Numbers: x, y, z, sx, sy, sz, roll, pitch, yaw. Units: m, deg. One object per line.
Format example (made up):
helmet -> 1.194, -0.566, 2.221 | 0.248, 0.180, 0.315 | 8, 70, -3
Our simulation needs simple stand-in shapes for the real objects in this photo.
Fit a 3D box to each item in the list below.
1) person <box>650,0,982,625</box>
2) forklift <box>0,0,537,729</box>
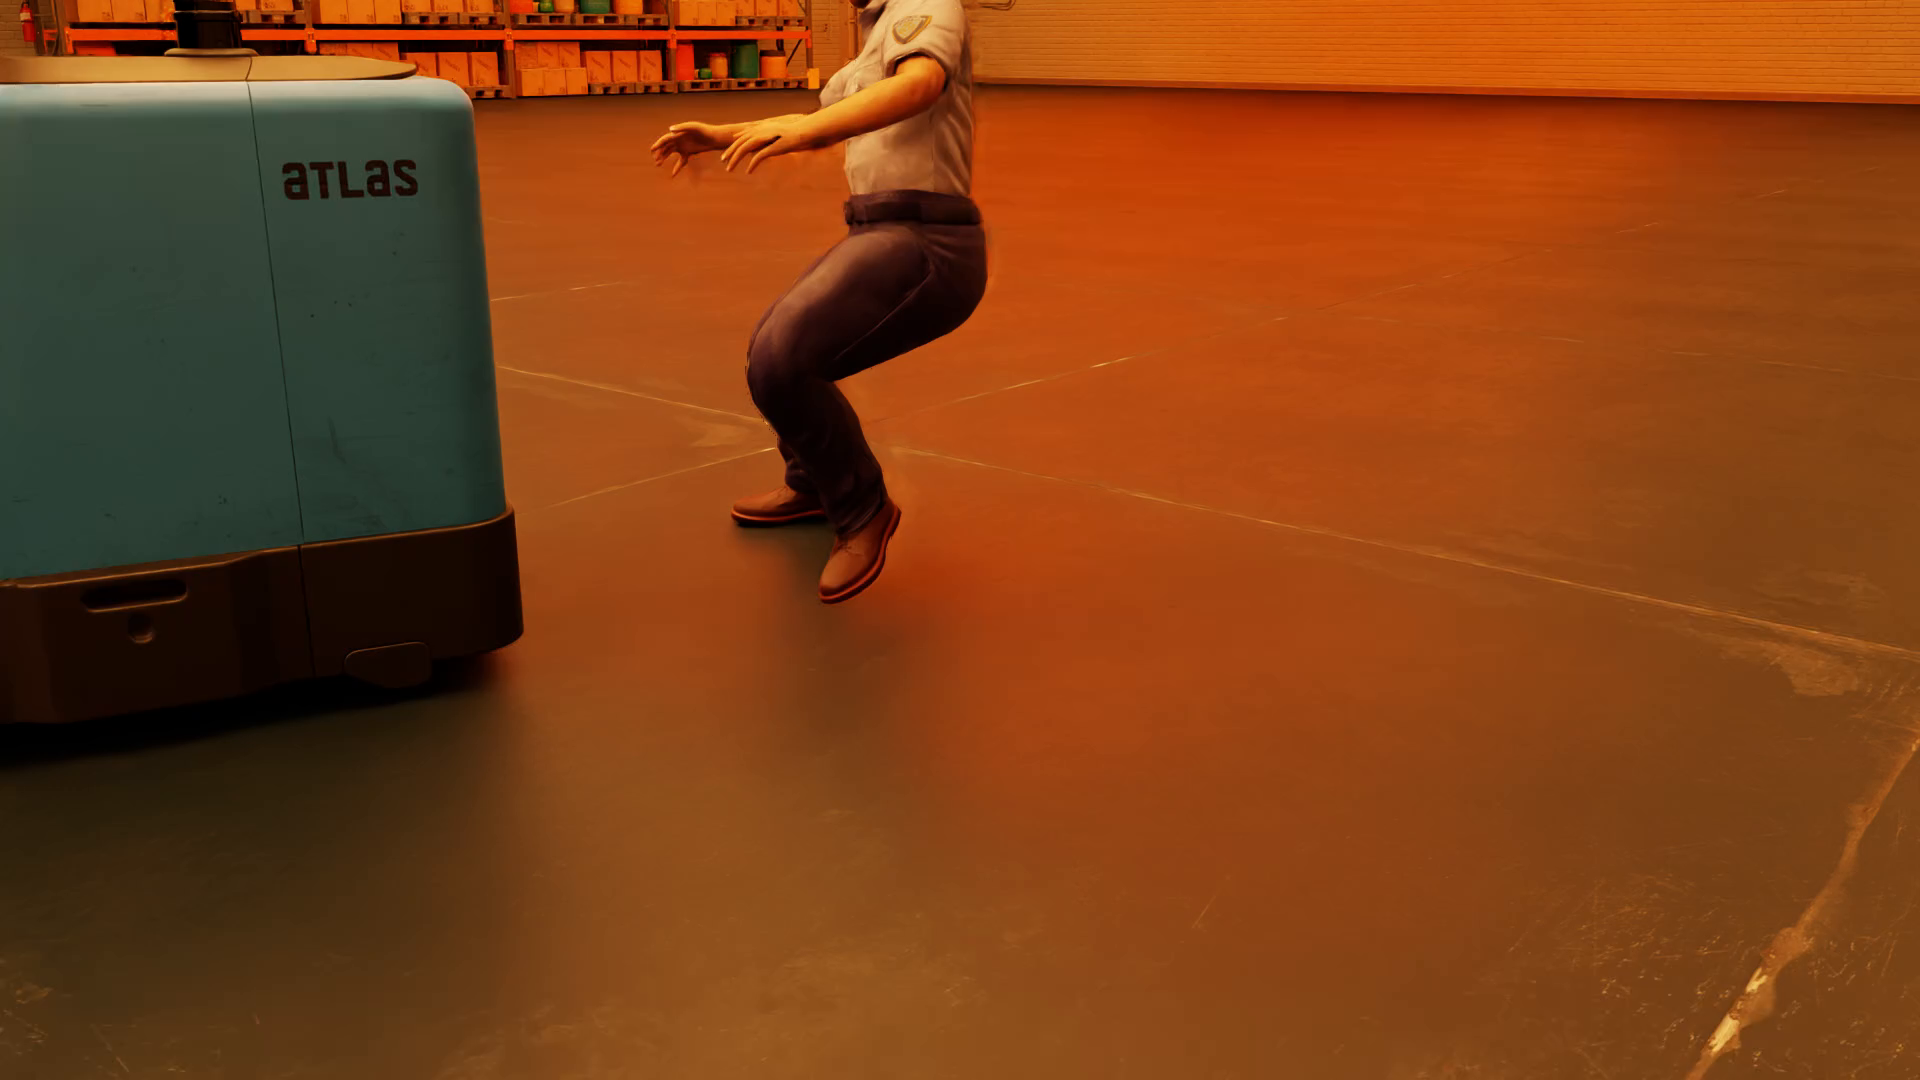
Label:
person -> -0.308, -0.627, 3.530 | 0.702, 1.440, 0.957 | -1, 17, -4
forklift -> -2.352, -1.090, 2.486 | 3.031, 2.935, 1.130 | -8, 19, -24
